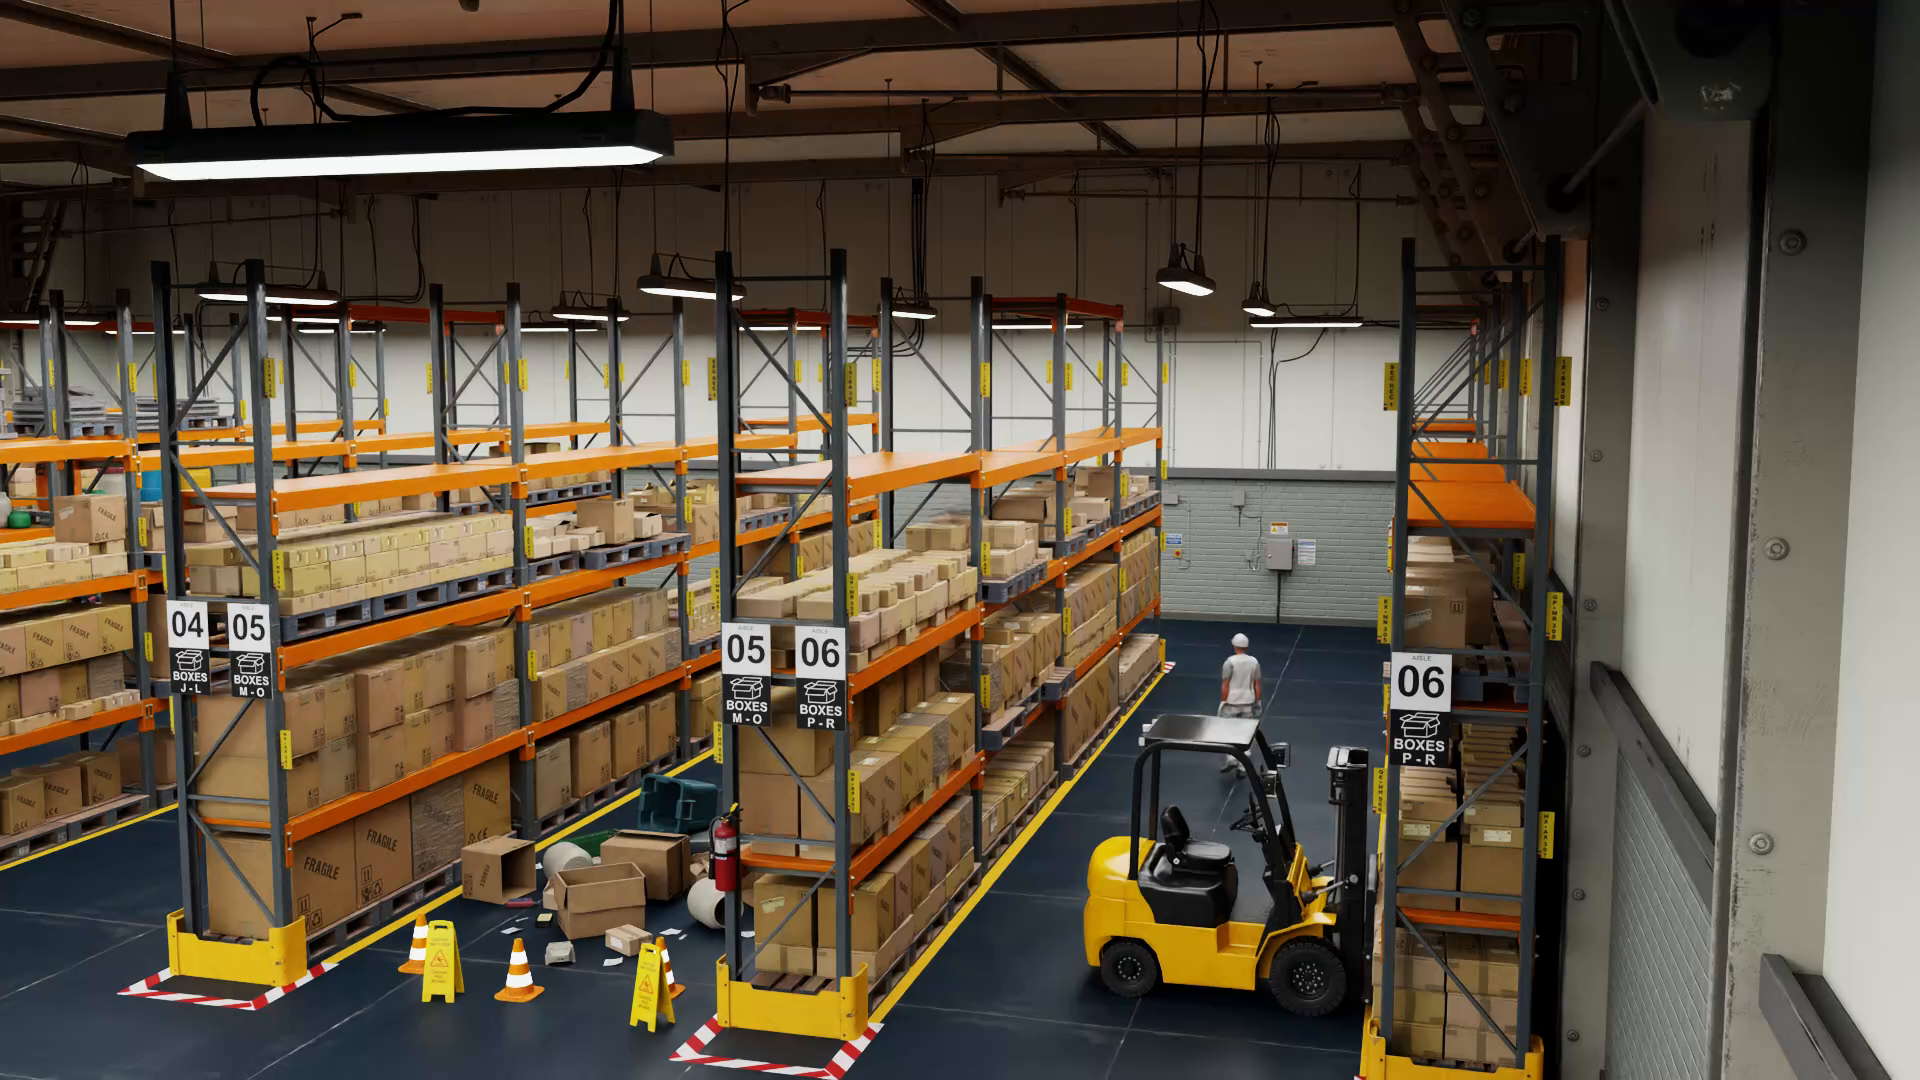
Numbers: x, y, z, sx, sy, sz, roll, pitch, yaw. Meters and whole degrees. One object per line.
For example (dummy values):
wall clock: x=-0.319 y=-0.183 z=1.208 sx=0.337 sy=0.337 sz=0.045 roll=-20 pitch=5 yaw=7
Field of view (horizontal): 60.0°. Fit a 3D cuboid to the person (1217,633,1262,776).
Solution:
person: x=3.512 y=2.068 z=20.901 sx=0.602 sy=1.790 sz=0.439 roll=-2 pitch=6 yaw=-15
